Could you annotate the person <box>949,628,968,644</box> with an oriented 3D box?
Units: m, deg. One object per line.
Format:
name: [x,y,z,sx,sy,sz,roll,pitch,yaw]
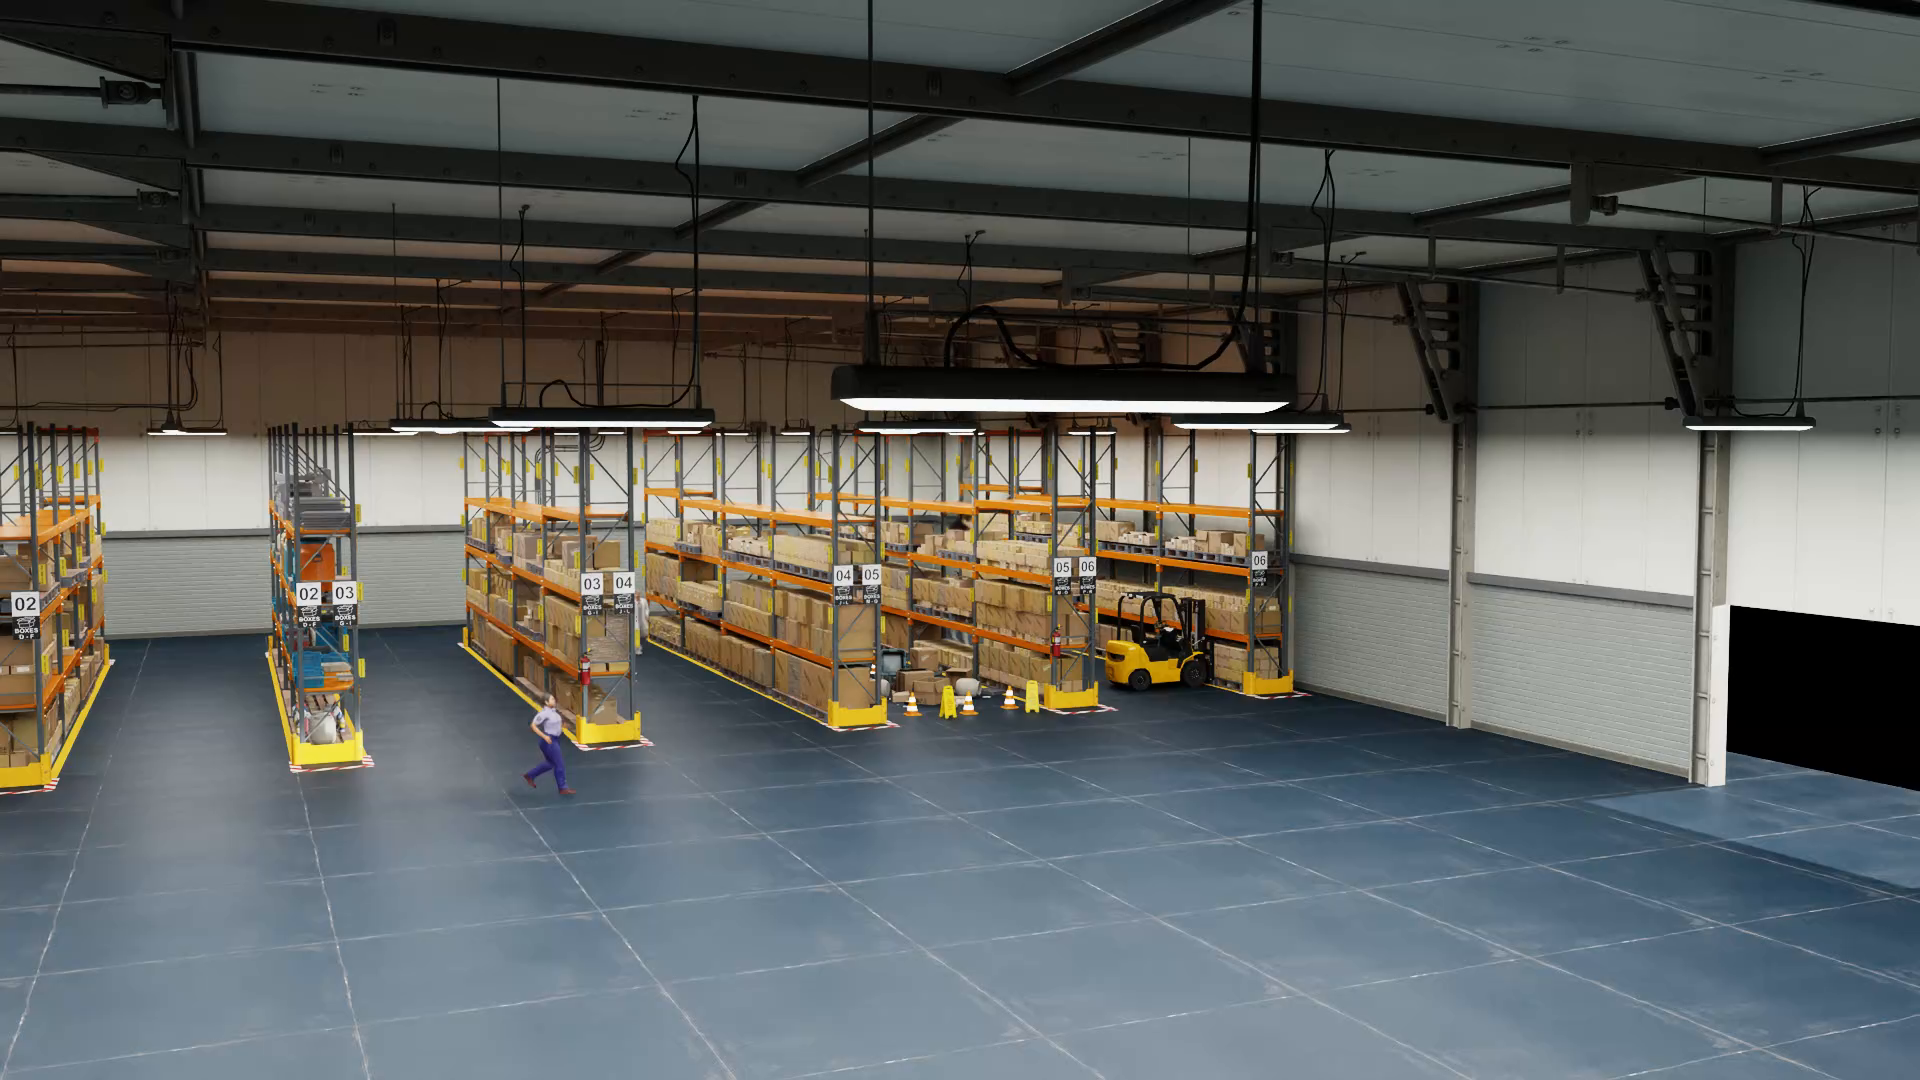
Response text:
person: [-0.029,2.087,44.992,0.642,1.840,0.763,-2,4,-28]

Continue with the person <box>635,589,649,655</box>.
person: [-8.512,2.167,44.016,0.705,1.727,0.661,-2,4,-31]

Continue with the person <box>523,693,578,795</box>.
person: [-6.597,3.265,26.690,0.912,1.624,0.616,0,3,1]

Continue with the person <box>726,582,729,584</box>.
person: [-6.674,2.023,47.975,0.523,1.616,0.697,-2,4,-34]
